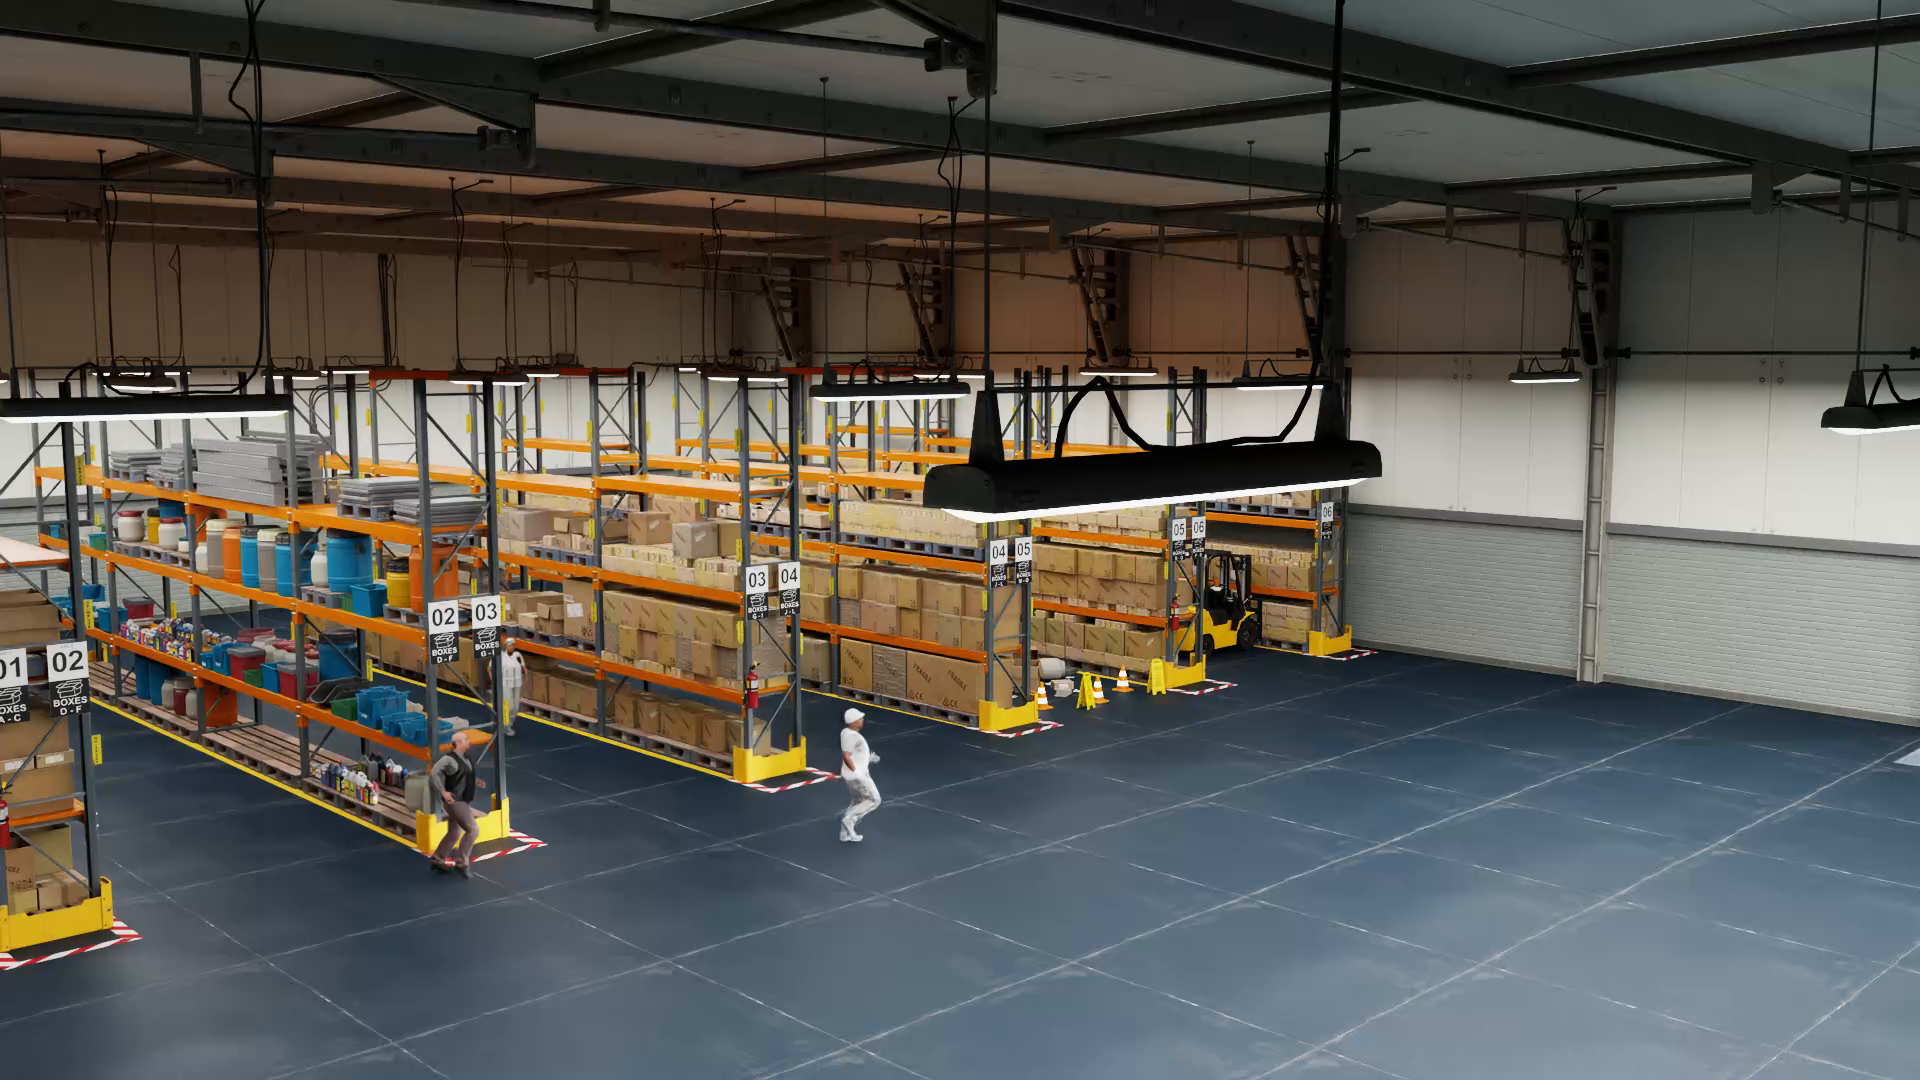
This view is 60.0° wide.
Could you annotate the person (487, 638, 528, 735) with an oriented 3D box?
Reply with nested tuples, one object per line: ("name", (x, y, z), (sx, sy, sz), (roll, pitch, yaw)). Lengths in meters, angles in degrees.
("person", (-7.405, 2.424, 27.453), (0.612, 1.632, 0.572), (-6, 9, -45))

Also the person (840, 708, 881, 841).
("person", (-1.297, 3.037, 21.527), (0.597, 1.739, 0.679), (-2, 7, -18))

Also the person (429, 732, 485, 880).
("person", (-6.112, 3.223, 20.235), (0.689, 1.748, 0.657), (0, 6, 1))
